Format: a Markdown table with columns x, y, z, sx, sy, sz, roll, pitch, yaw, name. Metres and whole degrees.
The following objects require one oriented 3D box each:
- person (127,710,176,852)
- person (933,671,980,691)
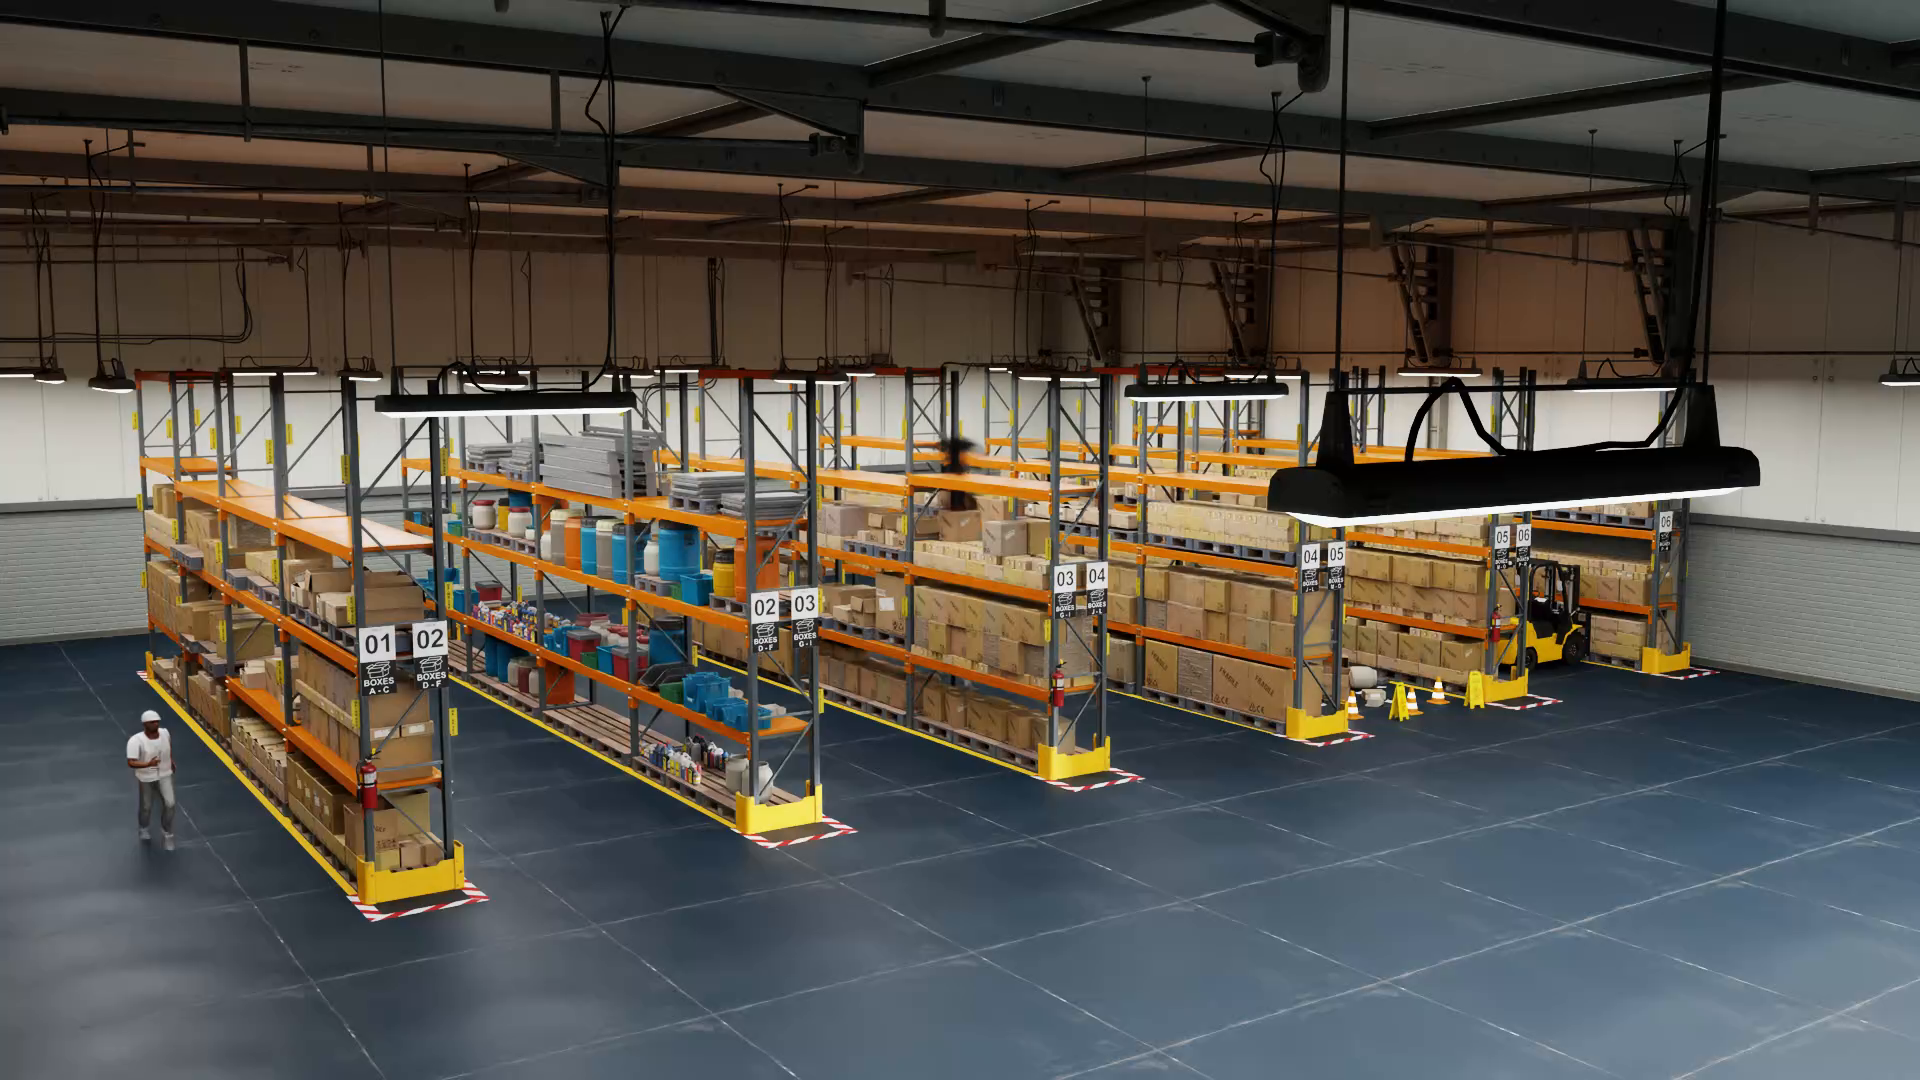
| x | y | z | sx | sy | sz | roll | pitch | yaw | name |
| --- | --- | --- | --- | --- | --- | --- | --- | --- | --- |
| -10.287 | 3.065 | 21.217 | 0.653 | 1.823 | 0.855 | -6 | 9 | -43 | person |
| -0.072 | 1.944 | 31.154 | 0.972 | 1.754 | 0.686 | 4 | 8 | 31 | person |
